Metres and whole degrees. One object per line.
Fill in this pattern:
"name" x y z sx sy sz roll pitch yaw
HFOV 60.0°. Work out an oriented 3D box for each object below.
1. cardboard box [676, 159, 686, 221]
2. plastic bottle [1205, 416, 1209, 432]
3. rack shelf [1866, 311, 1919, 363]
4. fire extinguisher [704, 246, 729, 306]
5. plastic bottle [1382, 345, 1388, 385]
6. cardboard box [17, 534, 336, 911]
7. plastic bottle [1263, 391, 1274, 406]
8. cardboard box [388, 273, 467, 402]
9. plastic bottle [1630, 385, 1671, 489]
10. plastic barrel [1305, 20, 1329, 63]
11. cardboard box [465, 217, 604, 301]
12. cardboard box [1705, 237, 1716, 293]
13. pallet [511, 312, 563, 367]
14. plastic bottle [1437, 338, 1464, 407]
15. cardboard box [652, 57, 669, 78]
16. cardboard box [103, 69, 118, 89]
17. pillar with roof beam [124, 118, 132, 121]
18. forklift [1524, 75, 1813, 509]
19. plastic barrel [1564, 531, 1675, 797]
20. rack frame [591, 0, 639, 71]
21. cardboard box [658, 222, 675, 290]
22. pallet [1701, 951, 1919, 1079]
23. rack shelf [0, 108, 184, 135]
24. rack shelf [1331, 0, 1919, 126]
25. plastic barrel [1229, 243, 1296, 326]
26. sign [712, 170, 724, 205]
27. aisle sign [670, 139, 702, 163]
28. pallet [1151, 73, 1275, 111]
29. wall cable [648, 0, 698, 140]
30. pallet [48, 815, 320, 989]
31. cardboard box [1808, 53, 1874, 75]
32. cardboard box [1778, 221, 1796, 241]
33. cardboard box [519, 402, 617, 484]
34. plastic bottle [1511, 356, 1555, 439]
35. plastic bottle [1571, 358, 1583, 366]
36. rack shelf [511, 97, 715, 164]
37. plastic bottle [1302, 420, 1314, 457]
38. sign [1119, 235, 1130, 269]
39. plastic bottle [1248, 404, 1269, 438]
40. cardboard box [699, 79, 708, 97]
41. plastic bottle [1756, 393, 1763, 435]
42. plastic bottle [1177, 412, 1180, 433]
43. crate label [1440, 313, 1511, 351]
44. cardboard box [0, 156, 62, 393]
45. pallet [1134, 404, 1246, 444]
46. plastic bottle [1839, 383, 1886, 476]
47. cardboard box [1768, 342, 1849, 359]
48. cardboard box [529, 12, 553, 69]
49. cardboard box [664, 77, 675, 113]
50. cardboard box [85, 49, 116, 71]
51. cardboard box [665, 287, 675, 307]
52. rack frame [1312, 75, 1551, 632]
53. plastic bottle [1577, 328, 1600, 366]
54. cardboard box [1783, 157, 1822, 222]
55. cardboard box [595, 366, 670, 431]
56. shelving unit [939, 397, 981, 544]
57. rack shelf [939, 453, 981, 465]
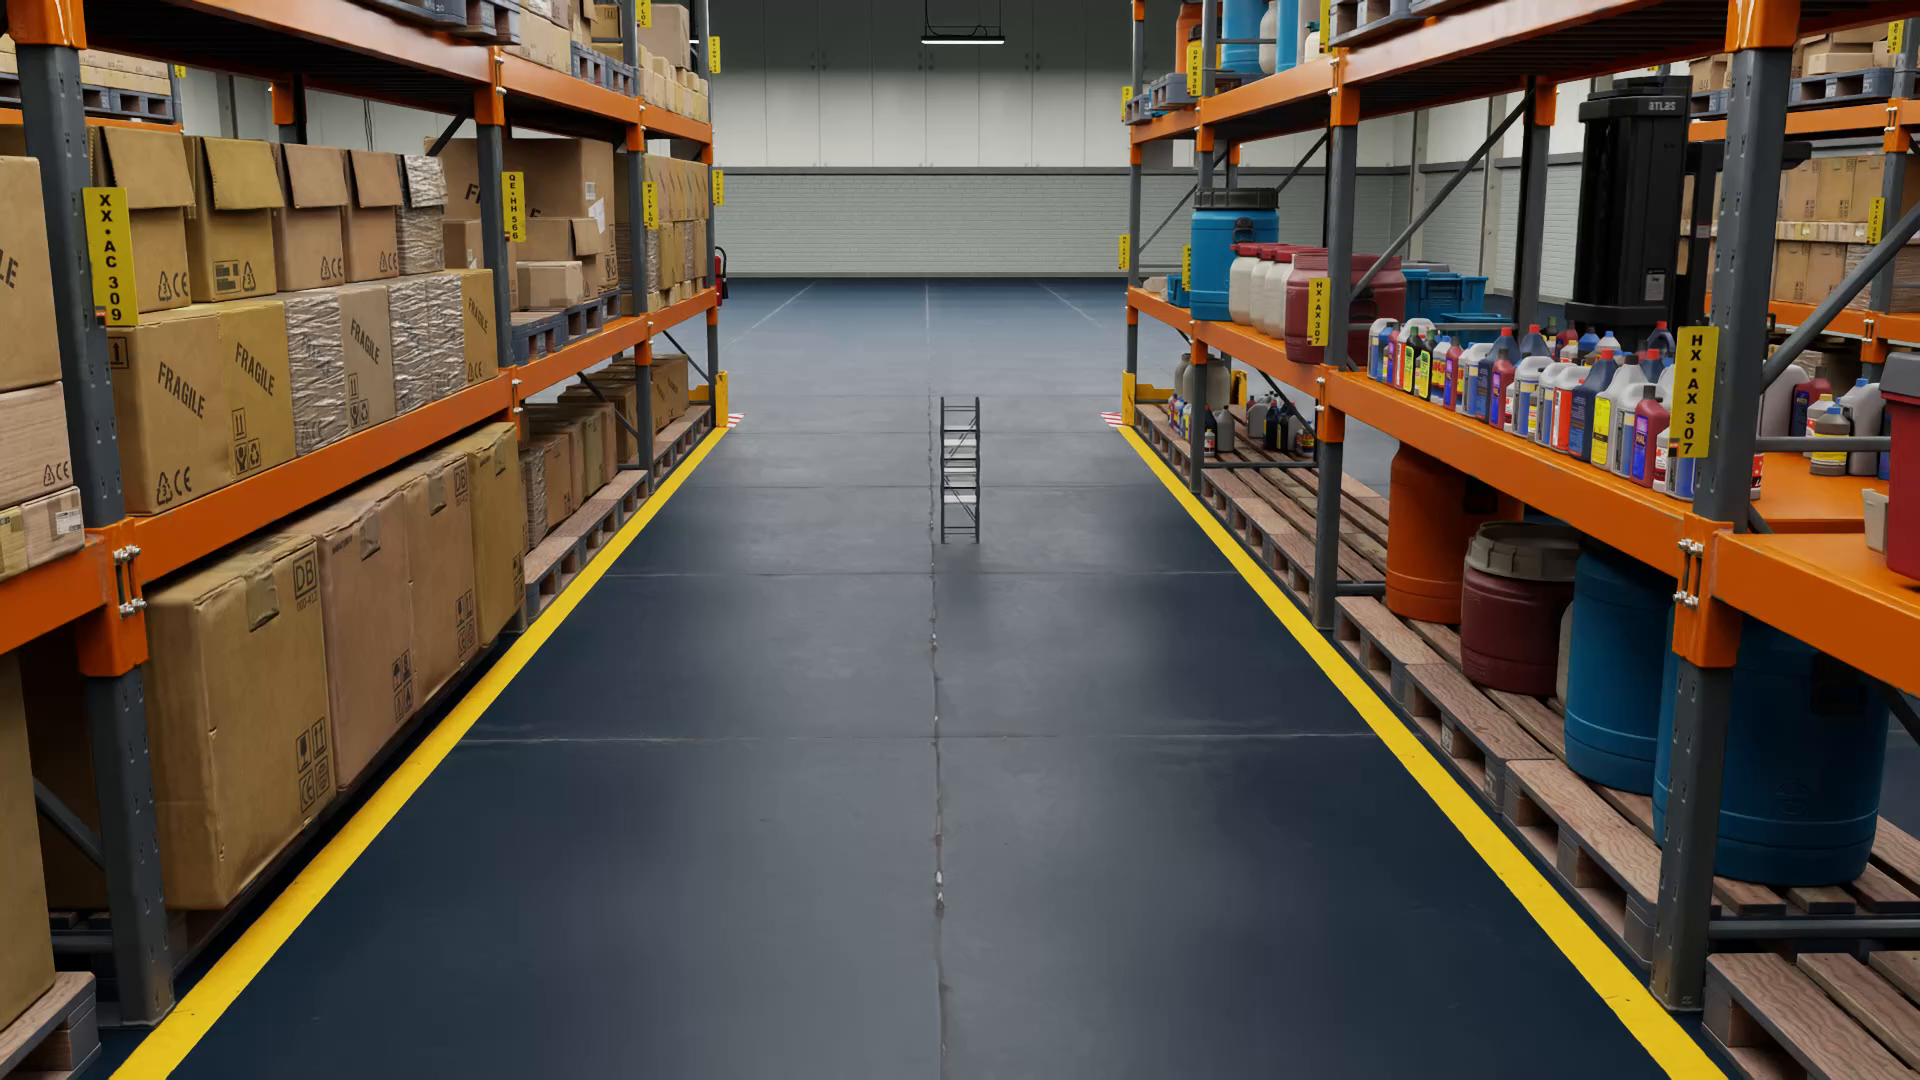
"cardboard box" -2.548 -2.875 13.673 0.500 0.500 0.500 0 11 -1
"plastic bottle" 1.862 -0.801 12.688 0.061 0.283 0.133 0 11 2
"rack shelf" 7.195 -1.092 10.206 1.077 0.370 4.000 0 11 -1
"fire extinguisher" -2.374 -2.584 15.945 0.296 0.674 0.183 0 11 -1
"plastic bottle" 1.947 -0.800 7.457 0.097 0.201 0.097 0 11 0
"cardboard box" -2.618 0.497 4.854 1.225 0.875 0.875 0 11 -1
"plastic bottle" 2.583 -1.061 13.800 0.144 0.351 0.185 0 11 1
"cardboard box" -2.405 -0.860 7.000 0.500 0.500 0.500 0 11 -2
"plastic bottle" 1.985 -0.298 4.775 0.061 0.283 0.133 0 11 -1
"plastic barrel" 2.025 -2.681 9.035 0.301 0.262 0.301 0 11 0
"cardboard box" -2.622 -1.714 10.148 0.797 0.503 0.637 1 12 5
"cardboard box" 7.084 -2.489 15.031 0.700 0.500 0.500 0 11 0
"pallet" -2.789 -1.054 8.693 1.213 0.211 1.003 0 11 -1
"plastic bottle" 1.964 -0.670 6.640 0.097 0.271 0.097 0 11 0
"cardboard box" -2.473 -3.668 12.926 0.380 0.149 0.250 0 11 -2
"cardboard box" -7.427 -3.931 14.173 0.380 0.149 0.250 0 11 -2
"pillar with roof beam" -14.782 -10.122 37.817 9.100 9.000 0.548 0 11 -1
"forklift" 5.194 -1.737 11.750 3.031 2.935 1.130 -1 11 -3
"plastic barrel" 2.358 0.342 5.552 0.600 0.901 0.708 0 11 -1
"rack frame" -2.750 -4.742 11.300 1.000 3.000 0.127 0 11 -1
"cardboard box" -2.673 -2.186 12.790 0.875 0.500 0.500 0 11 -1
"pallet" 2.421 1.281 3.716 1.003 0.211 1.213 0 11 -1
"rack shelf" -7.753 -3.317 13.628 1.077 0.370 4.000 0 11 -1
"rack shelf" 2.326 -1.747 5.891 1.077 0.370 4.000 0 11 -1
"plastic barrel" 2.002 -1.698 11.042 0.433 0.535 0.433 0 11 0
"sign" -2.278 -3.318 15.661 0.100 0.325 0.005 0 11 -1
"aisle sign" -2.534 -3.885 15.624 0.394 0.787 0.004 0 11 -1
"pallet" 2.089 -3.343 12.423 1.213 0.211 1.003 0 11 -1
"wall cable" -8.457 -13.590 46.361 2.305 6.003 0.169 0 11 -1
"pallet" -2.676 1.002 5.090 1.003 0.211 1.213 0 11 -1
"cardboard box" 6.856 -3.702 12.941 0.380 0.149 0.250 0 11 -1
"cardboard box" 6.910 -2.514 13.525 0.380 0.149 0.250 0 11 0
"cardboard box" -2.759 -0.670 11.499 0.700 0.500 0.500 -1 12 -6
"plastic bottle" 2.010 -0.494 5.762 0.152 0.276 0.135 0 11 -1
"plastic bottle" 2.134 -0.496 5.783 0.097 0.271 0.097 0 11 0
"rack shelf" -2.792 -3.317 13.630 1.077 0.370 4.000 0 11 -1
"plastic bottle" 2.633 -0.766 12.546 0.097 0.271 0.097 0 11 0
"sign" 1.569 -2.752 15.882 0.100 0.325 0.005 0 11 -1
"plastic bottle" 2.440 -0.982 13.597 0.152 0.276 0.135 0 11 -1
"cardboard box" -2.515 -4.135 15.227 0.380 0.149 0.250 0 11 -1
"plastic bottle" 2.567 -0.448 5.536 0.152 0.276 0.135 0 11 -1
"plastic bottle" 1.856 -0.992 13.837 0.097 0.201 0.097 0 11 0
"crate label" 2.650 -1.030 8.515 0.303 0.233 0.416 0 11 -1
"cardboard box" -2.308 -0.561 3.524 0.500 0.500 0.500 0 11 0
"pallet" 2.179 -1.074 15.324 1.003 0.211 1.213 0 11 -1
"plastic bottle" 2.731 -0.338 4.990 0.152 0.276 0.135 0 11 -1
"cardboard box" 6.913 -1.358 13.681 0.500 0.500 0.500 0 11 -1
"cardboard box" -2.433 -2.600 8.663 0.500 0.250 0.500 0 11 0
"cardboard box" -2.519 -3.493 13.065 0.500 0.250 0.500 -1 11 -3
"cardboard box" -7.485 -4.099 13.994 0.500 0.250 0.500 0 11 -1
"cardboard box" -2.458 -1.922 13.119 0.380 0.149 0.250 0 11 -1
"rack frame" 2.284 -1.027 8.078 1.000 3.000 0.127 0 11 -1
"plastic bottle" 2.712 -0.778 7.172 0.097 0.271 0.097 0 11 0
"cardboard box" 7.117 -2.815 13.375 0.700 0.500 0.500 0 11 -1
"cardboard box" -2.796 -1.210 14.212 0.500 0.500 0.500 1 11 4
"shelving unit" 0.000 -0.439 10.462 0.258 0.900 0.210 0 11 -1
"rack shelf" 0.000 -0.495 10.450 0.258 0.077 0.200 0 11 -1
